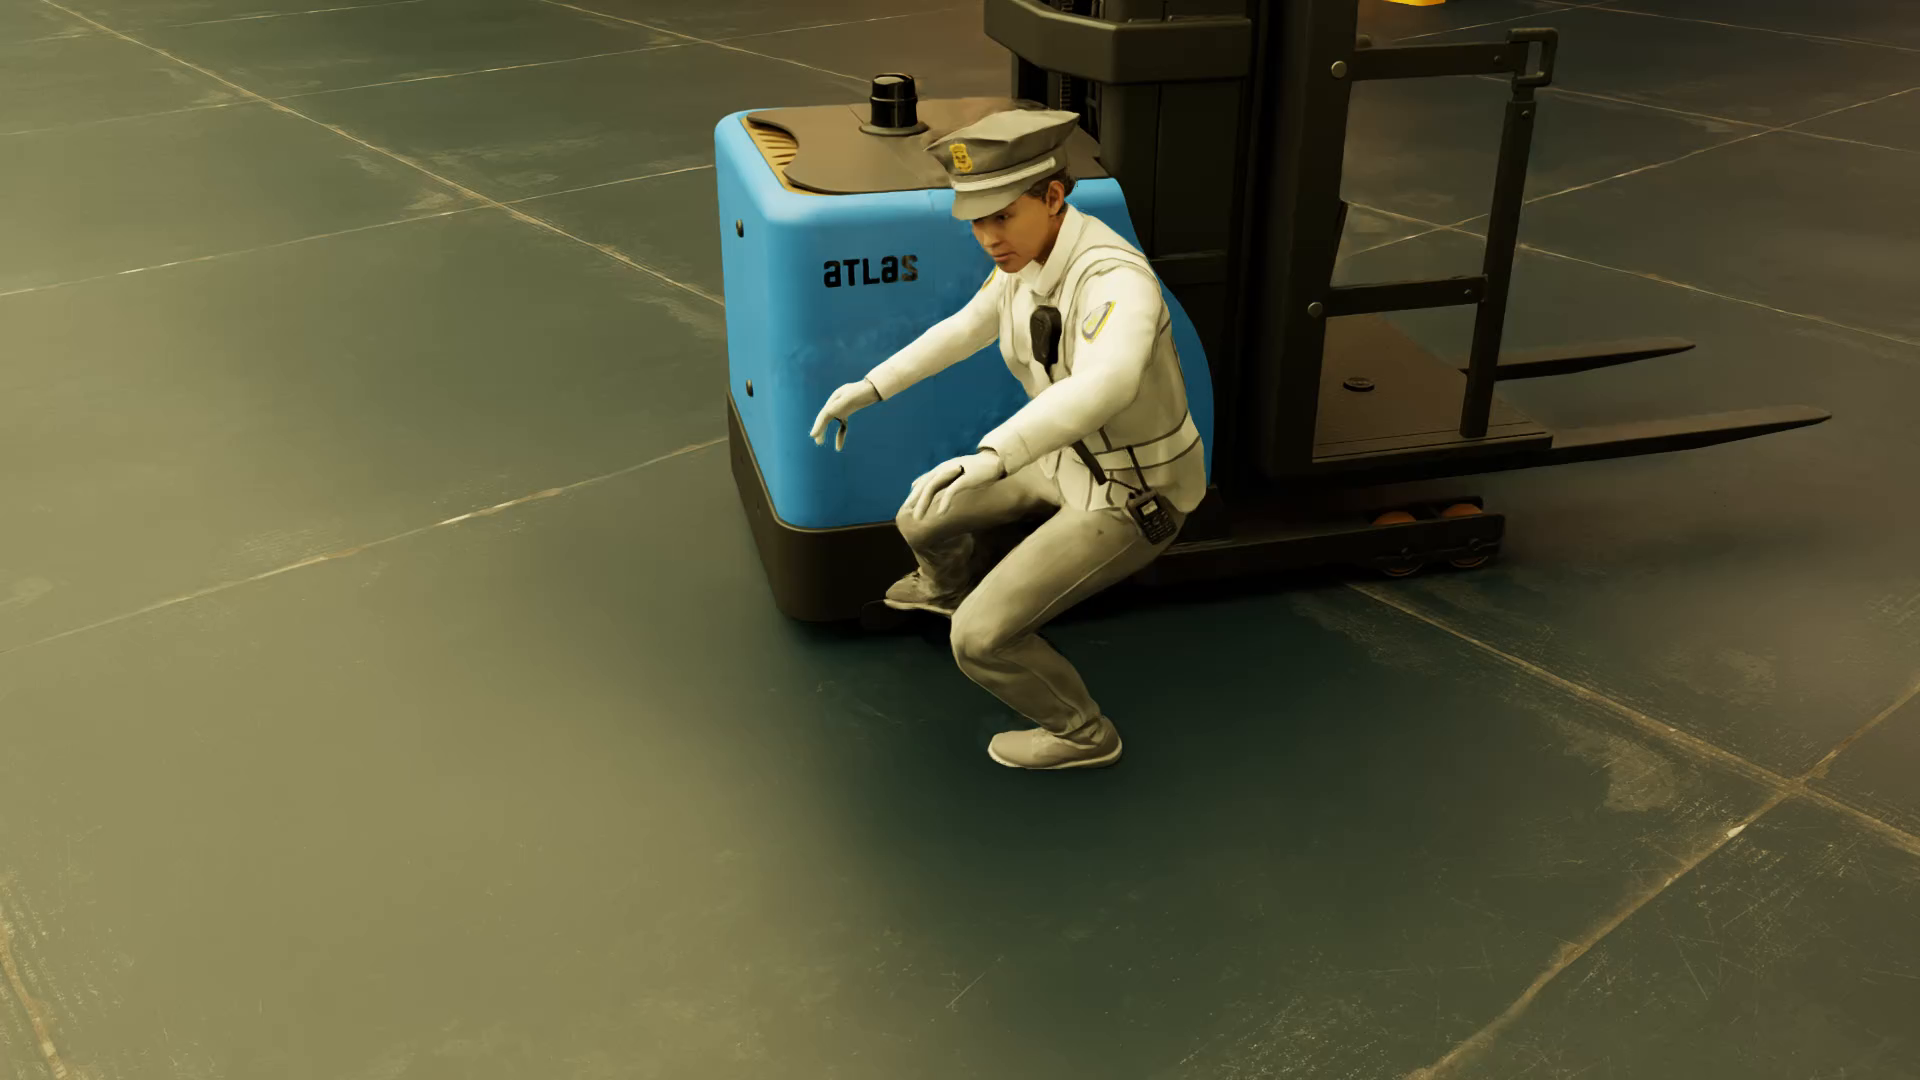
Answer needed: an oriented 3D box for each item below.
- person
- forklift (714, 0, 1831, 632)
[{"bbox_3d":[0.033,-0.133,3.225,0.787,1.416,1.335,-11,28,-21],"label":"person"},{"bbox_3d":[0.921,-1.438,4.101,3.031,2.935,1.130,-7,27,-13],"label":"forklift"}]
